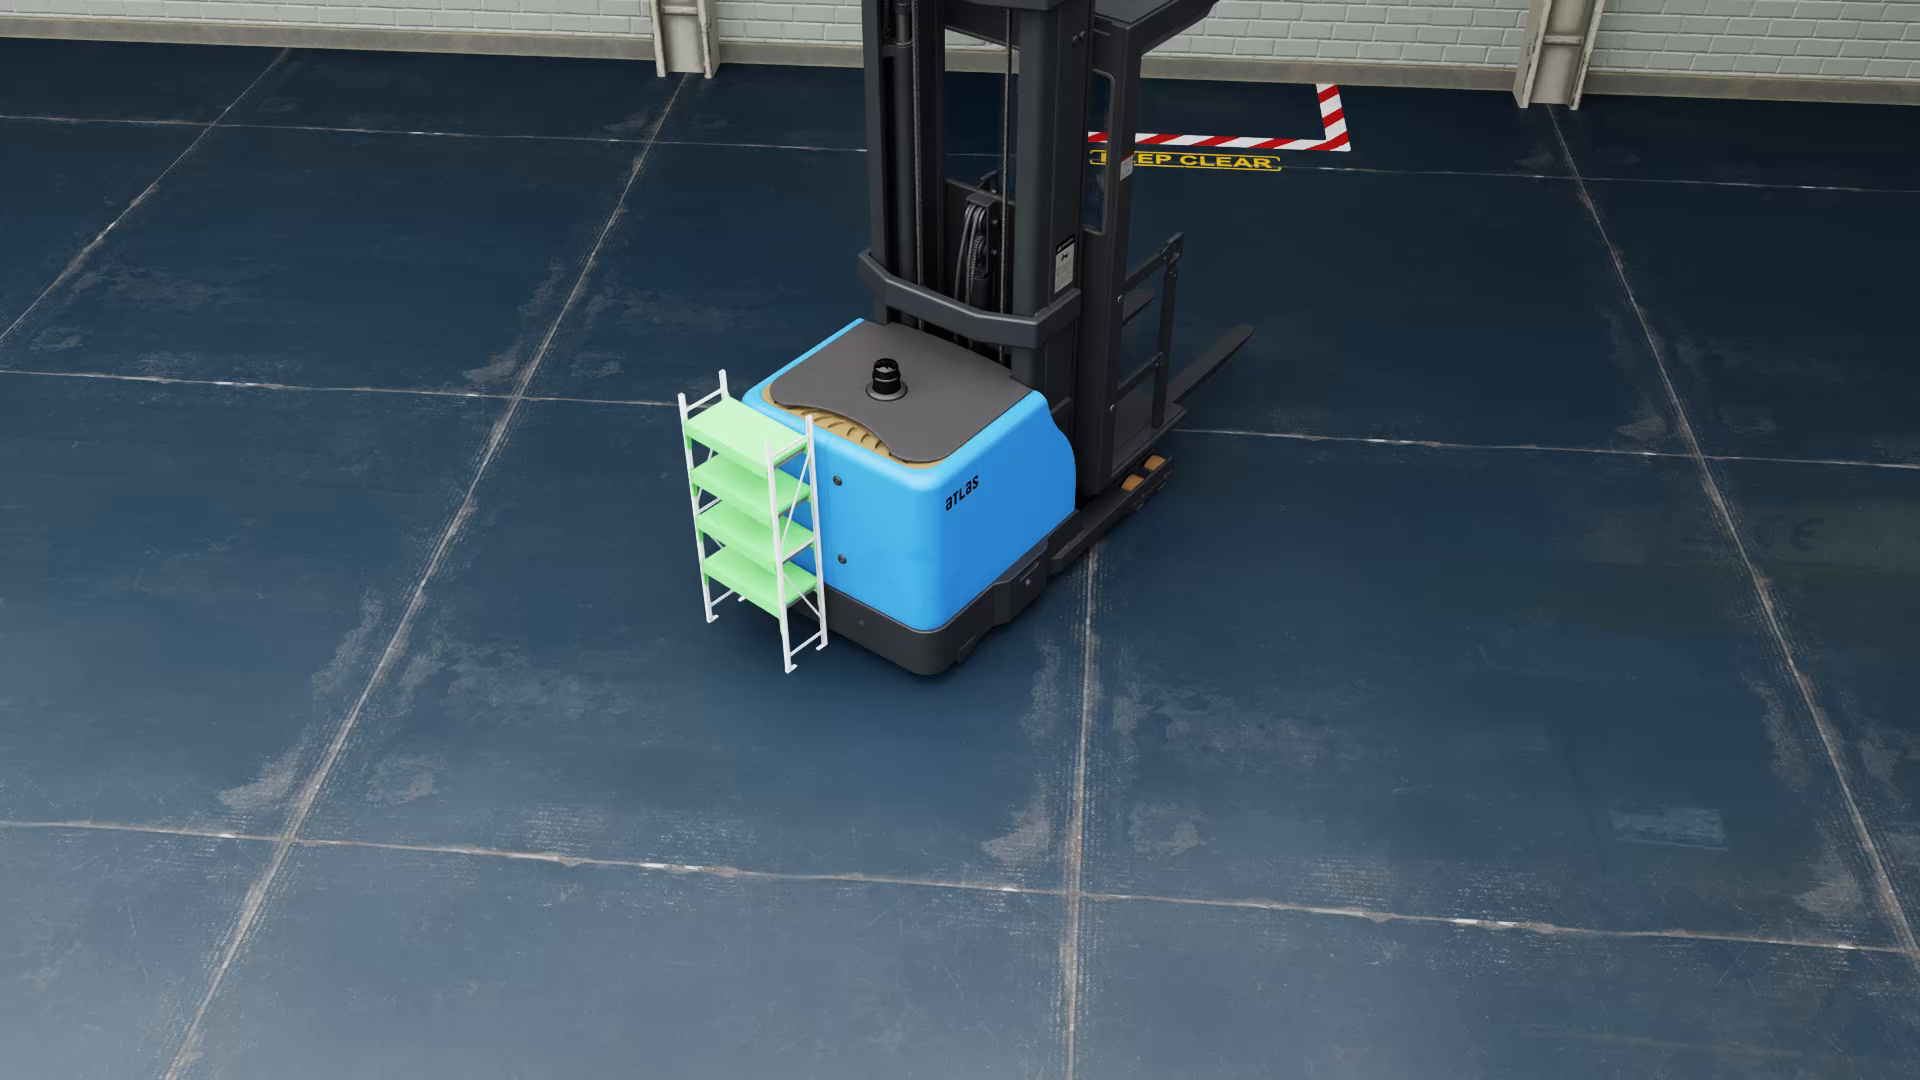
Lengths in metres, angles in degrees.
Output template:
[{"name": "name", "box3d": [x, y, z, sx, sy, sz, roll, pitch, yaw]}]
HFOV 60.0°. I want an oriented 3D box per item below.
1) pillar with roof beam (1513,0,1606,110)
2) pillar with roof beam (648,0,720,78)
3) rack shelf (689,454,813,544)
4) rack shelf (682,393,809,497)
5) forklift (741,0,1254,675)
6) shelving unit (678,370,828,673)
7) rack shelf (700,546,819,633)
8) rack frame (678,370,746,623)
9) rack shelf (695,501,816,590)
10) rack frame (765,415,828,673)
[{"name": "pillar with roof beam", "box3d": [3.671, -3.830, 5.326, 0.400, 9.000, 9.100, 3, 39, 4]}, {"name": "pillar with roof beam", "box3d": [-2.307, -4.156, 5.728, 0.400, 9.000, 9.100, 3, 39, 4]}, {"name": "rack shelf", "box3d": [-0.842, -0.197, 6.762, 0.480, 0.148, 0.258, 28, 47, 30]}, {"name": "rack shelf", "box3d": [-0.842, -0.383, 6.611, 0.480, 0.148, 0.258, 28, 47, 30]}, {"name": "forklift", "box3d": [0.376, -1.450, 7.210, 1.130, 2.935, 3.031, 26, 46, 28]}, {"name": "shelving unit", "box3d": [-0.842, -0.060, 6.873, 0.503, 1.200, 0.258, 28, 47, 30]}, {"name": "rack shelf", "box3d": [-0.842, 0.176, 7.065, 0.480, 0.148, 0.258, 28, 47, 30]}, {"name": "rack frame", "box3d": [-1.027, -0.160, 6.997, 0.015, 1.200, 0.240, 28, 47, 30]}, {"name": "rack shelf", "box3d": [-0.842, -0.011, 6.914, 0.480, 0.148, 0.258, 28, 47, 30]}, {"name": "rack frame", "box3d": [-0.657, 0.040, 6.750, 0.015, 1.200, 0.240, 28, 47, 30]}]
